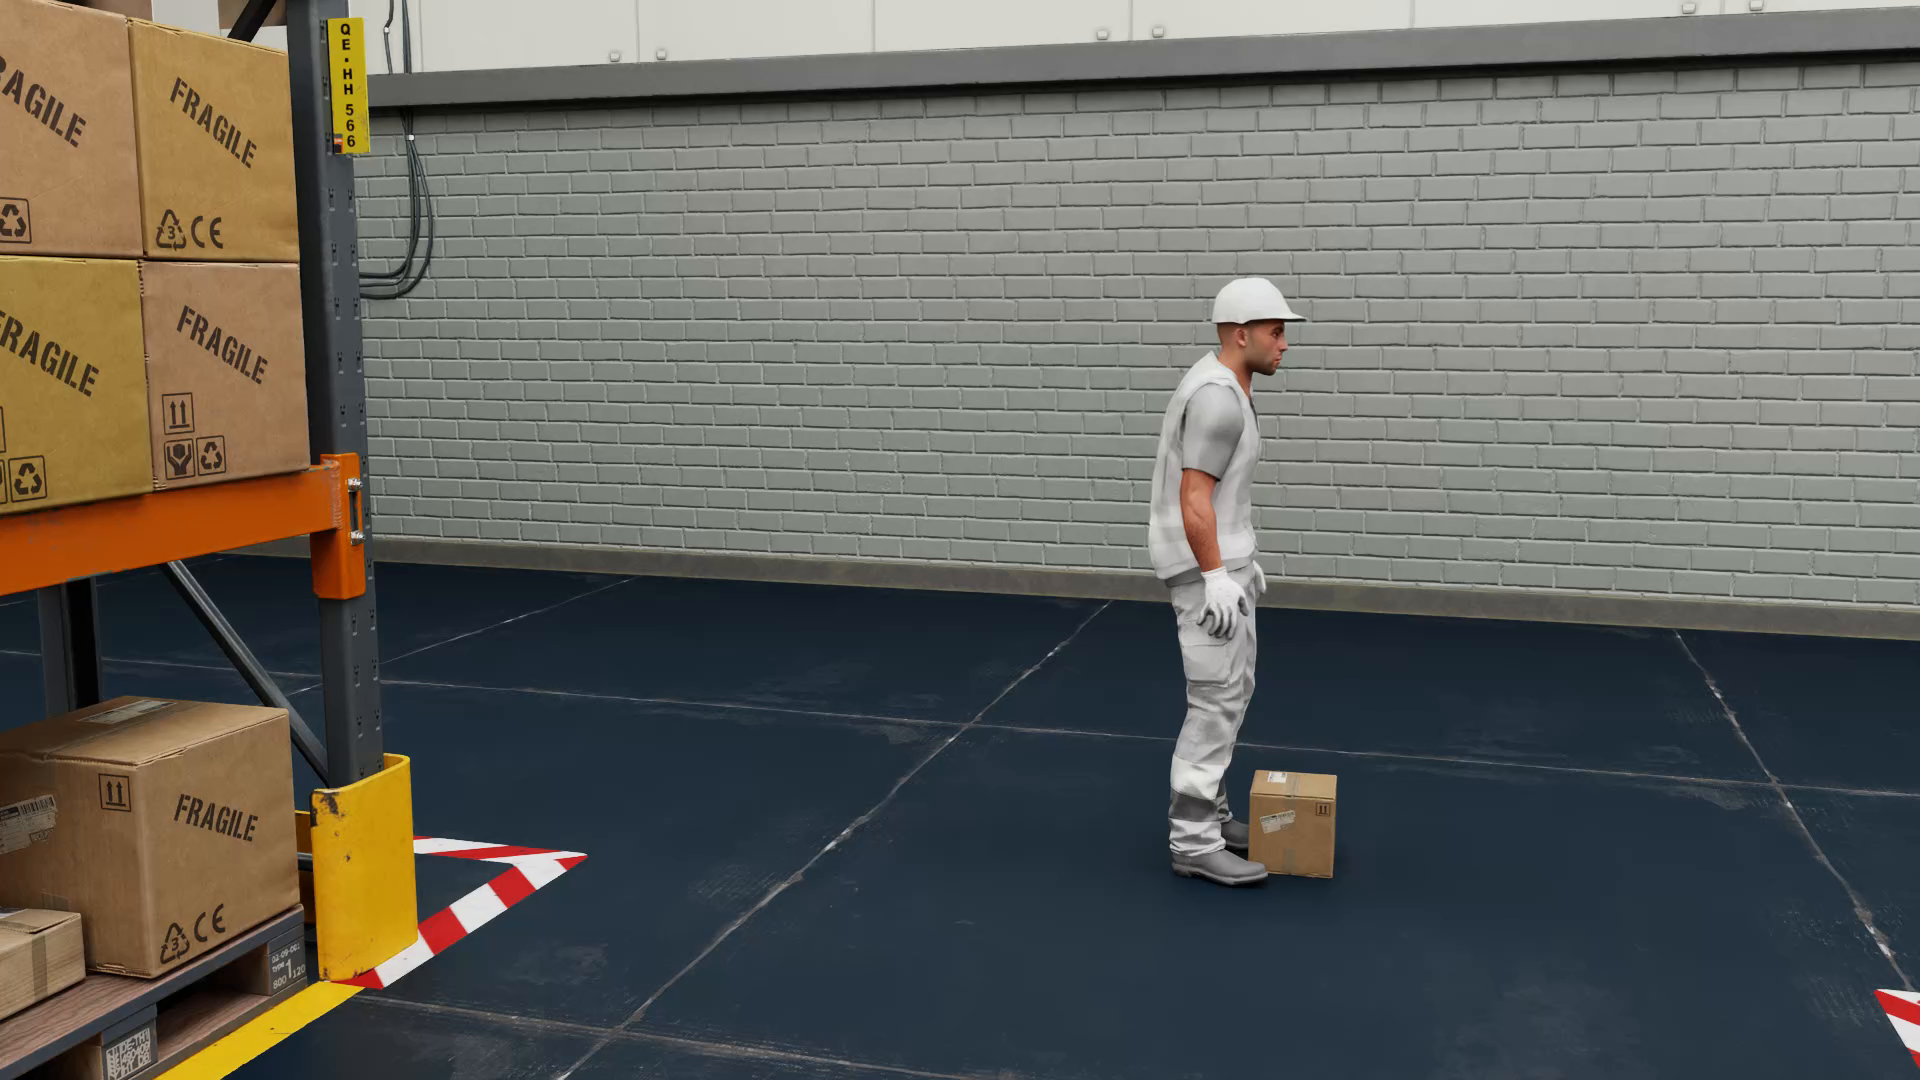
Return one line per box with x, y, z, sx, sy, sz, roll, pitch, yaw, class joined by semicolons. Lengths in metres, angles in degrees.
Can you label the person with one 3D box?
0.800;0.106;5.043;0.448;1.780;0.609;2;9;17;person
